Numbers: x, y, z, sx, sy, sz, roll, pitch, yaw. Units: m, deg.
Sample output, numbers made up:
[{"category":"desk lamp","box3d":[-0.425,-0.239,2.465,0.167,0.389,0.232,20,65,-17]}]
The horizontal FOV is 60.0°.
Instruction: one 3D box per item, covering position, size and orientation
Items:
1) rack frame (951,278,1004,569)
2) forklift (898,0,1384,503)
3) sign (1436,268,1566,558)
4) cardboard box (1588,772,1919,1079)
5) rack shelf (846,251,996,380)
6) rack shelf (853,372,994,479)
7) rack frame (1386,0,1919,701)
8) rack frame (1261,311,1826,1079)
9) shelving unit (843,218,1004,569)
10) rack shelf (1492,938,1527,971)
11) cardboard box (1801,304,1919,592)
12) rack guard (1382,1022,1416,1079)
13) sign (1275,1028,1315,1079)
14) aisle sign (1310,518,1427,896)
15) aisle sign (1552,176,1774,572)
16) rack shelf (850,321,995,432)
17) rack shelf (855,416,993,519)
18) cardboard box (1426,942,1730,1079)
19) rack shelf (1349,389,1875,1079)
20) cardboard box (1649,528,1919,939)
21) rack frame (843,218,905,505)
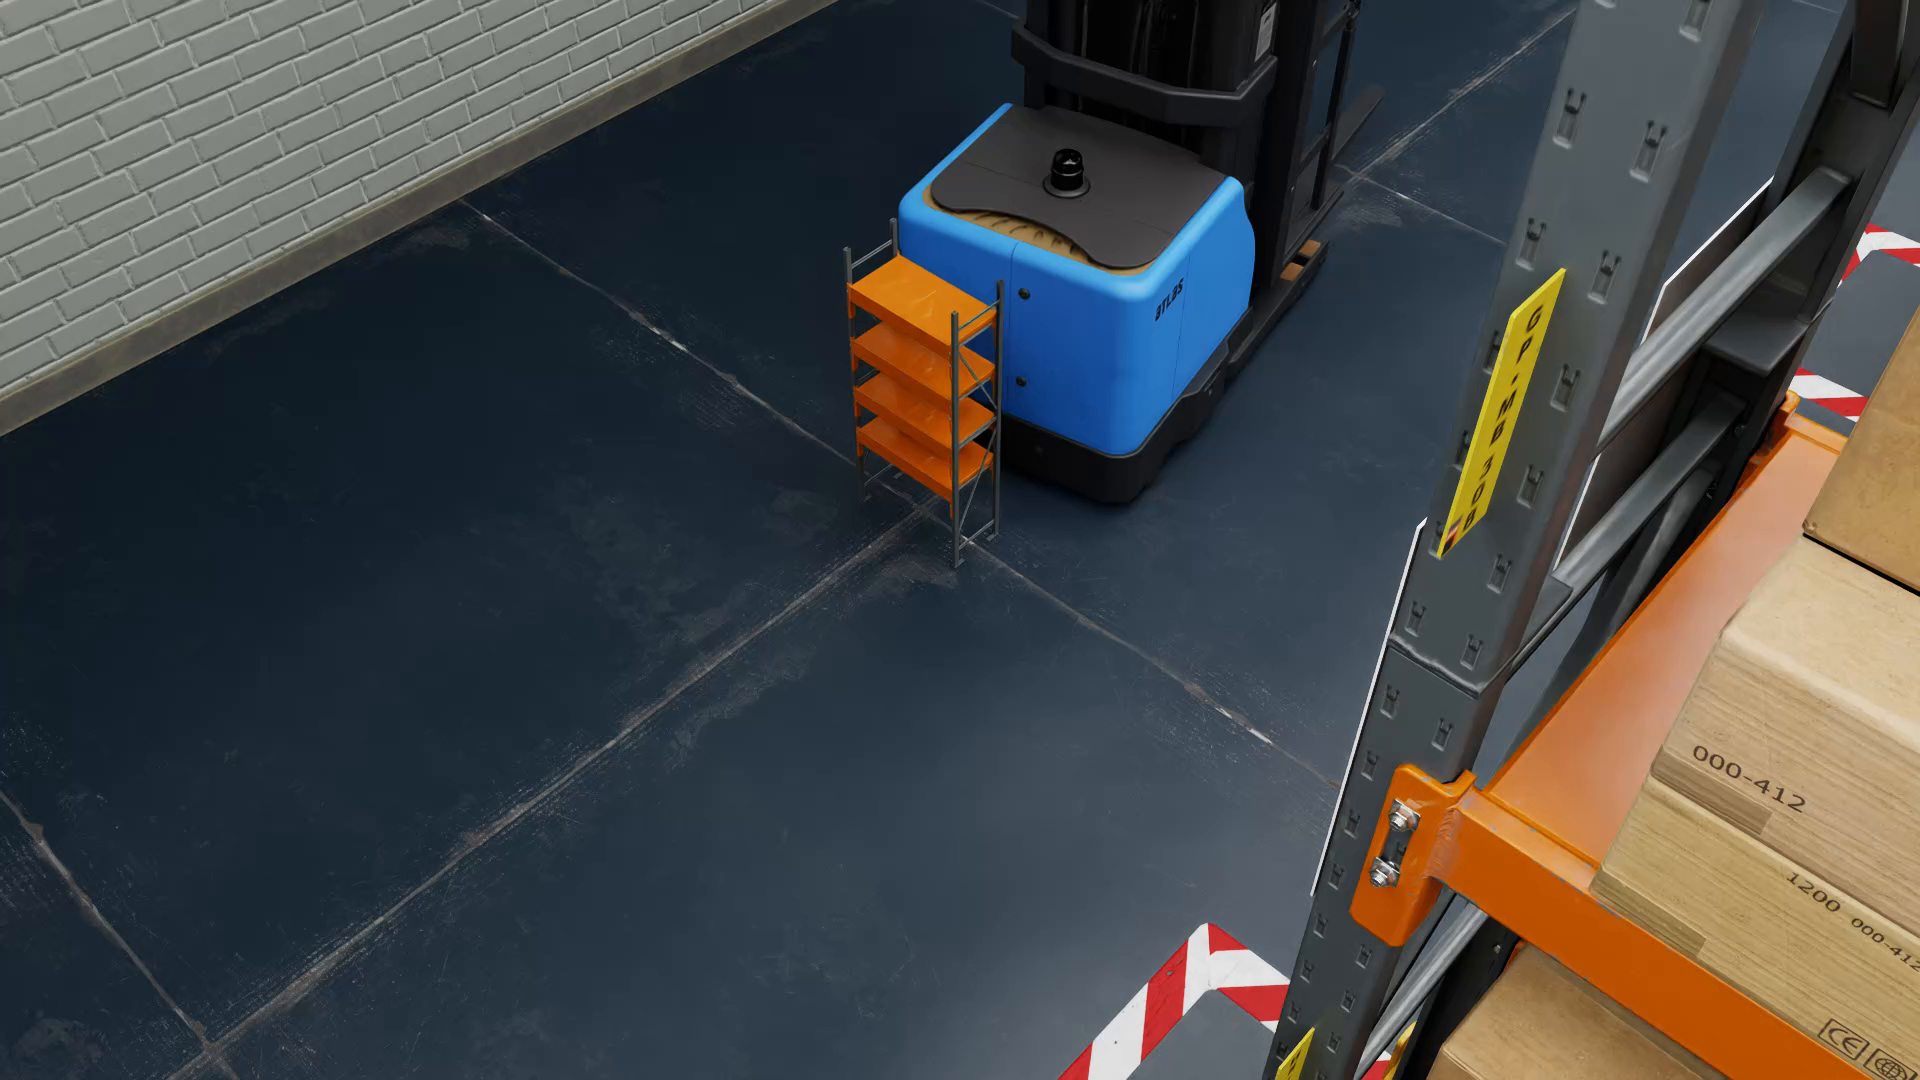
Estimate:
[{"category":"rack frame","box3d":[0.058,-0.372,5.776,0.015,1.200,0.240,34,55,28]},{"category":"forklift","box3d":[0.961,-2.203,6.308,1.130,2.935,3.031,24,51,21]},{"category":"sign","box3d":[0.534,-0.118,1.646,0.005,0.325,0.100,34,55,28]},{"category":"cardboard box","box3d":[1.107,0.332,1.926,0.500,0.250,0.500,34,55,28]},{"category":"rack shelf","box3d":[-0.122,-0.762,5.603,0.480,0.148,0.258,34,55,28]},{"category":"rack shelf","box3d":[-0.122,-0.446,5.938,0.480,0.148,0.258,34,55,28]},{"category":"rack frame","box3d":[0.902,-1.137,1.145,0.127,3.000,1.000,34,55,28]},{"category":"rack frame","box3d":[0.902,0.917,3.332,0.127,3.000,1.000,34,55,28]},{"category":"shelving unit","box3d":[-0.122,-0.493,5.889,0.503,1.200,0.258,34,55,28]},{"category":"rack shelf","box3d":[2.371,2.152,2.665,4.000,0.370,1.077,34,55,28]},{"category":"cardboard box","box3d":[1.290,-0.241,1.607,0.500,0.500,0.700,34,55,28]},{"category":"rack guard","box3d":[0.957,1.810,4.208,0.348,0.500,1.175,34,55,28]},{"category":"sign","box3d":[0.534,0.911,2.743,0.005,0.325,0.100,34,55,28]},{"category":"aisle sign","box3d":[0.652,0.151,2.268,0.004,0.787,0.394,34,55,28]},{"category":"aisle sign","box3d":[1.059,-0.171,2.570,0.004,0.787,0.394,34,55,28]},{"category":"rack shelf","box3d":[-0.122,-0.600,5.775,0.480,0.148,0.258,34,55,28]},{"category":"rack shelf","box3d":[-0.122,-0.311,6.083,0.480,0.148,0.258,34,55,28]},{"category":"cardboard box","box3d":[1.049,0.901,2.592,0.500,0.500,0.500,36,56,29]},{"category":"rack shelf","box3d":[2.371,1.125,1.572,4.000,0.370,1.077,34,55,28]},{"category":"cardboard box","box3d":[1.103,0.164,1.741,0.500,0.250,0.500,34,55,28]},{"category":"rack frame","box3d":[-0.301,-0.613,6.003,0.015,1.200,0.240,34,55,28]}]
